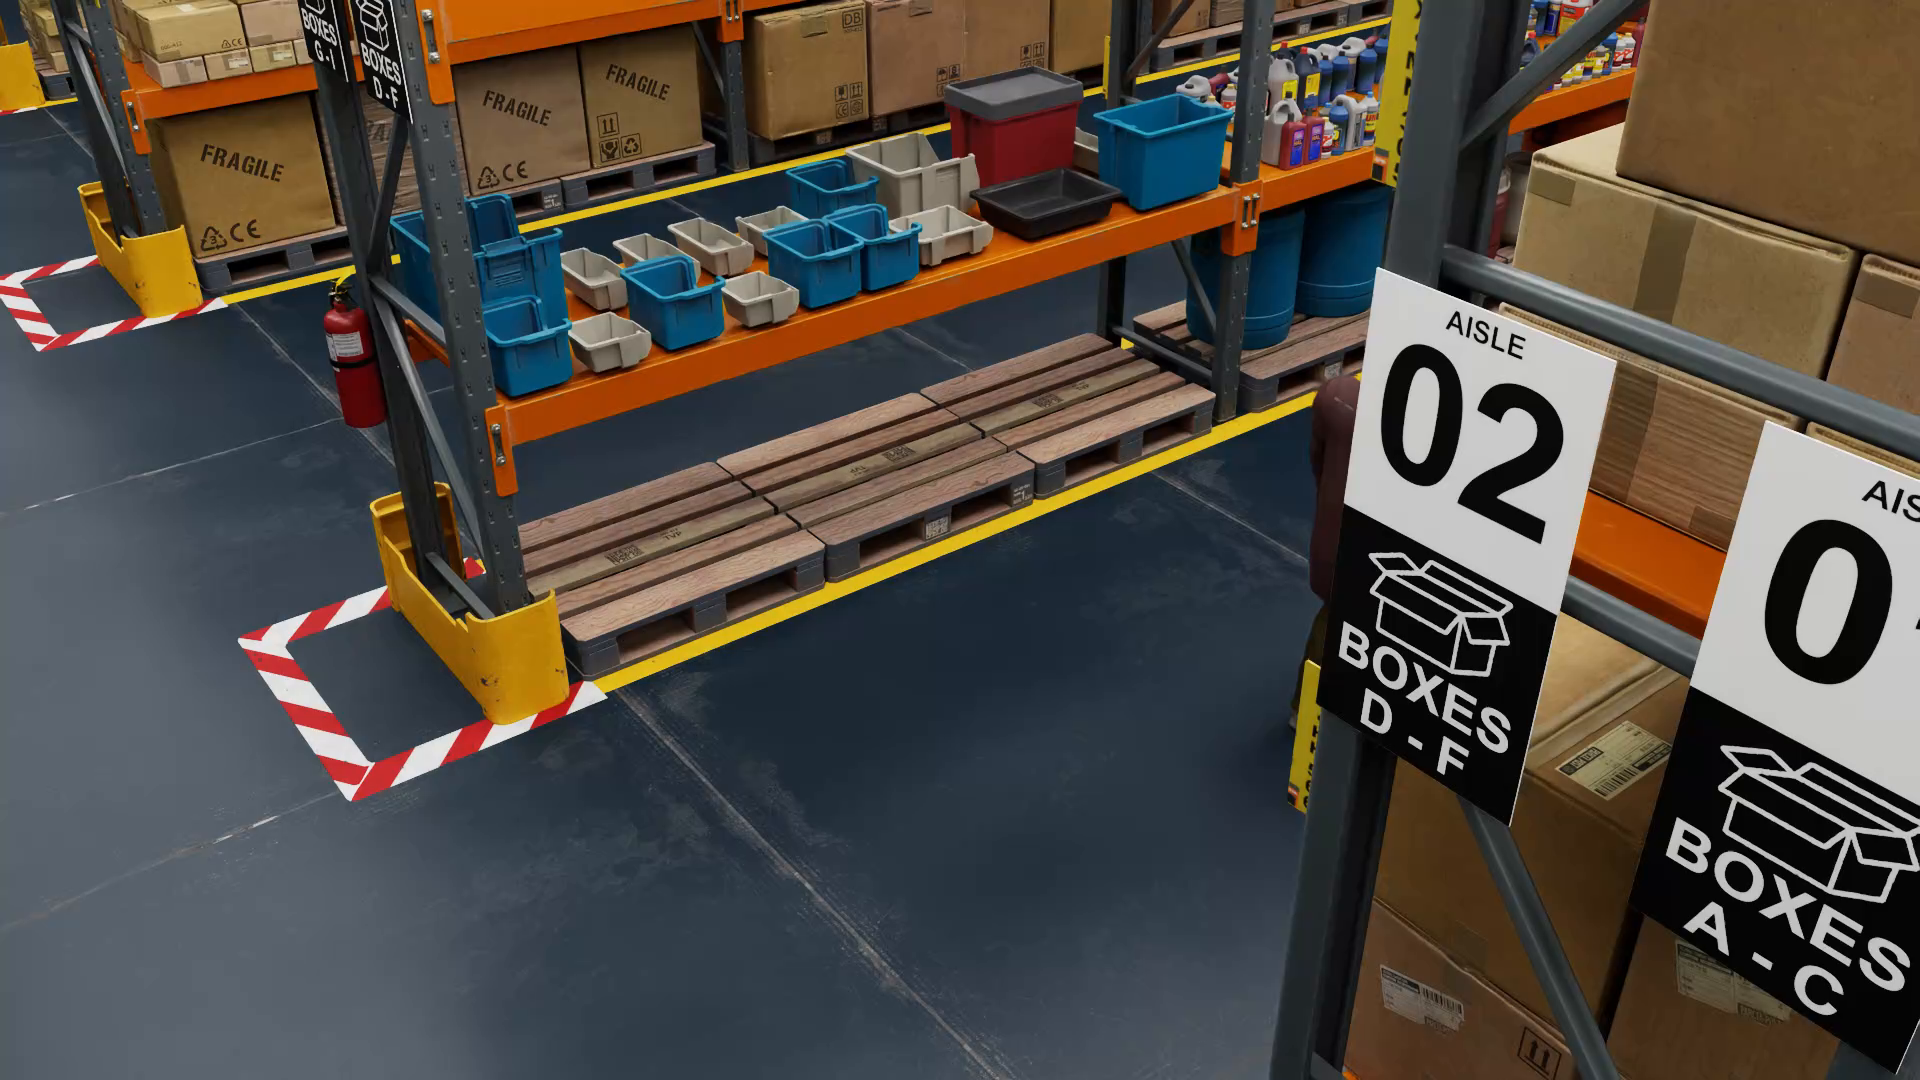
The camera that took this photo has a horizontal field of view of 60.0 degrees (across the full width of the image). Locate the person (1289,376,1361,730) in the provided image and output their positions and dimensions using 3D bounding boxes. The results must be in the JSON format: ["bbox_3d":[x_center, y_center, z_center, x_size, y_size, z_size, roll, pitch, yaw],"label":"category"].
[{"bbox_3d":[1.516,0.071,6.232,0.417,1.583,0.587,-21,38,-30],"label":"person"}]
